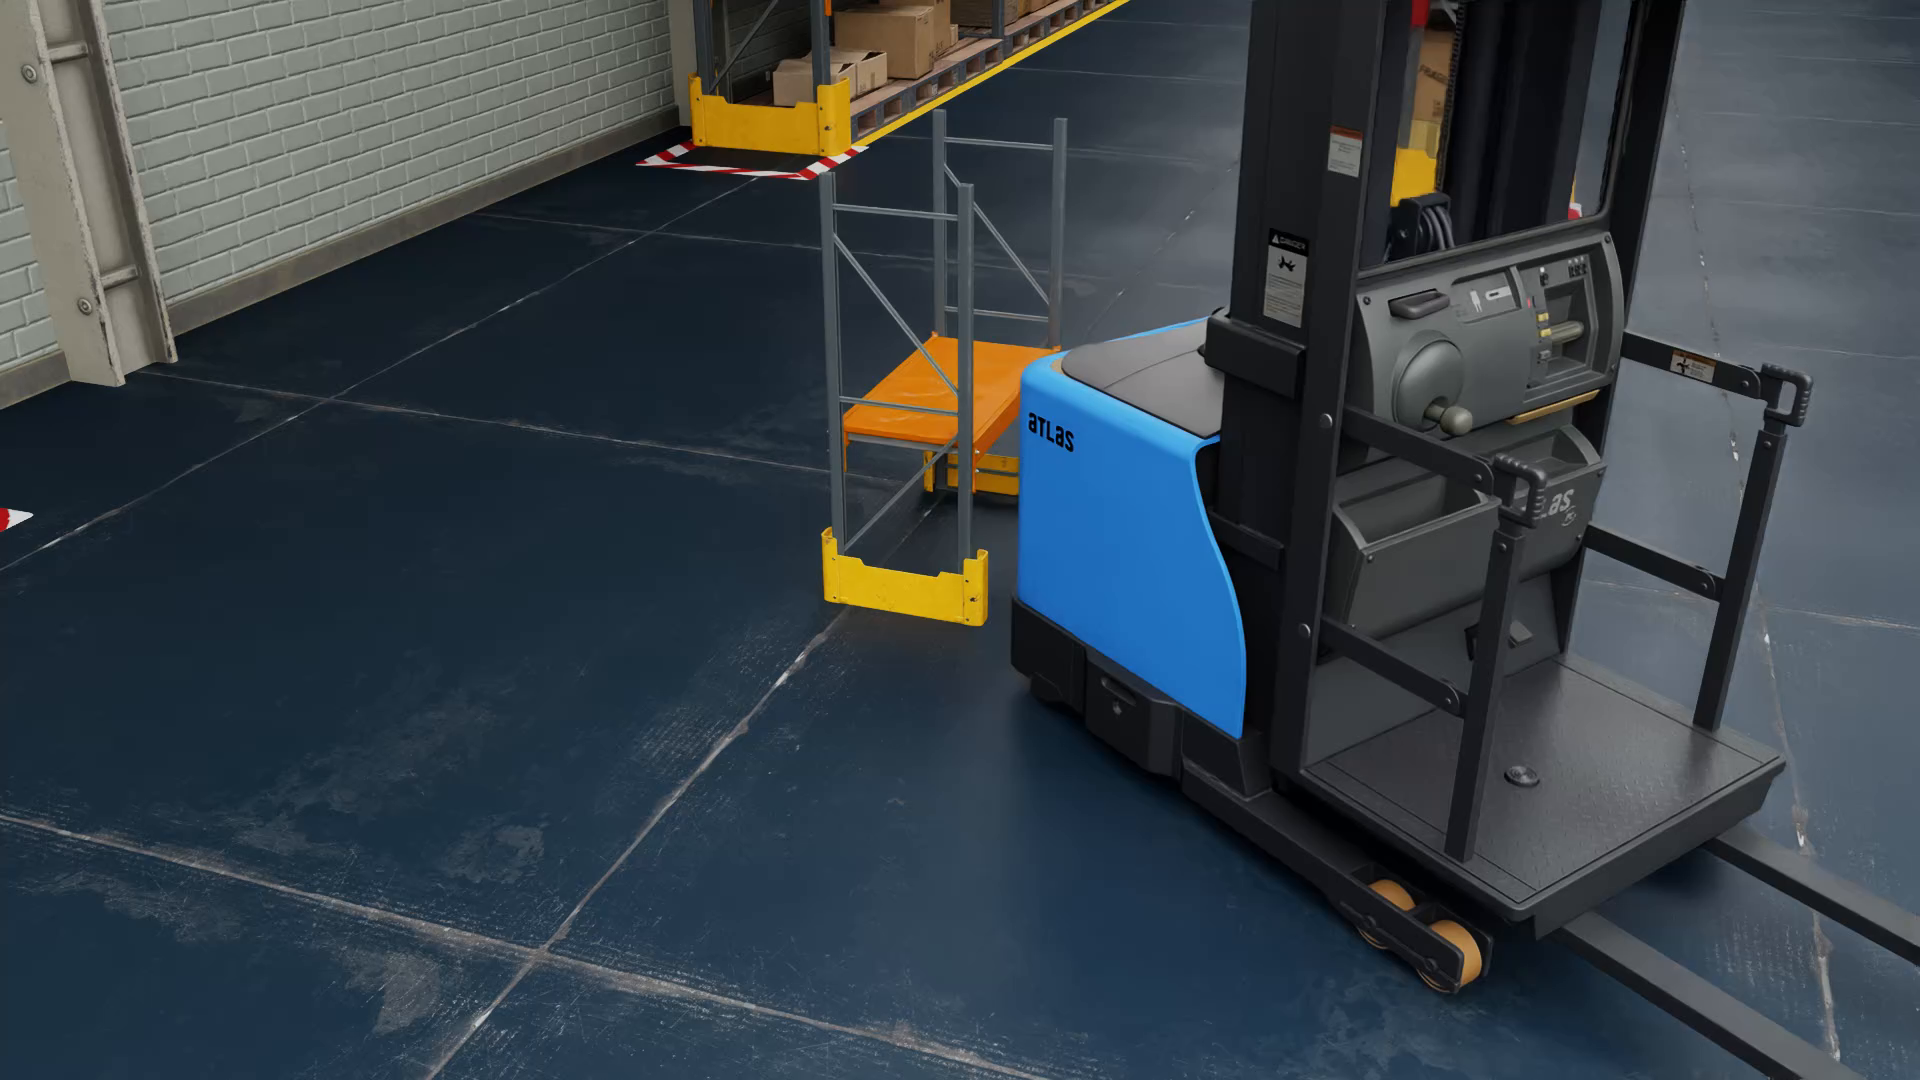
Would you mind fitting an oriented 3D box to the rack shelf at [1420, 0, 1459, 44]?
[{"bbox_3d":[3.927,-3.998,11.891,1.077,0.370,4.000,9,27,17],"label":"rack shelf"}]

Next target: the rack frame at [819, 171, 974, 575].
[{"bbox_3d":[-0.198,-0.431,5.419,0.500,1.500,0.032,9,27,17],"label":"rack frame"}]

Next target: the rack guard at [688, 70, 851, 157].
[{"bbox_3d":[-1.386,-3.123,12.126,1.175,0.500,0.348,9,27,17],"label":"rack guard"}]

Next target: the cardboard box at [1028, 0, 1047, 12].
[{"bbox_3d":[0.481,-5.662,16.865,0.700,0.500,0.500,9,27,18],"label":"cardboard box"}]

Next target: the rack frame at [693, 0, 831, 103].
[{"bbox_3d":[-1.411,-4.217,11.517,1.000,3.000,0.127,9,27,17],"label":"rack frame"}]

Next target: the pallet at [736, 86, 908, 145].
[{"bbox_3d":[-1.082,-3.322,12.868,1.003,0.211,1.213,9,27,17],"label":"pallet"}]

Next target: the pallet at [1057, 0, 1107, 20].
[{"bbox_3d":[0.989,-5.928,18.252,1.003,0.211,1.213,9,27,17],"label":"pallet"}]

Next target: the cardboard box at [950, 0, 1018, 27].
[{"bbox_3d":[0.149,-5.238,15.990,0.700,0.500,0.500,10,27,19],"label":"cardboard box"}]

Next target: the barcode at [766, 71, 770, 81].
[{"bbox_3d":[-1.467,-3.545,12.700,0.001,0.075,0.075,9,27,17],"label":"barcode"}]

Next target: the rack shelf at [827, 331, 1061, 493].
[{"bbox_3d":[-0.028,-0.478,5.929,0.538,0.185,1.000,9,27,17],"label":"rack shelf"}]

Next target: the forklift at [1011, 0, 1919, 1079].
[{"bbox_3d":[1.418,-0.472,3.862,1.130,2.935,3.031,-17,31,-31],"label":"forklift"}]

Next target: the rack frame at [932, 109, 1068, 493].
[{"bbox_3d":[0.141,-0.849,6.282,0.500,1.500,0.032,9,27,17],"label":"rack frame"}]

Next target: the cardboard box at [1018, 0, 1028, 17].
[{"bbox_3d":[0.274,-5.458,16.444,0.700,0.500,0.500,8,27,16],"label":"cardboard box"}]

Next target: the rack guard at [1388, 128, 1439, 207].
[{"bbox_3d":[3.253,-2.365,10.561,1.175,0.500,0.348,9,27,17],"label":"rack guard"}]

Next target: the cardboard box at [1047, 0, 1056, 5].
[{"bbox_3d":[0.641,-5.871,17.296,0.700,0.500,0.500,9,27,17],"label":"cardboard box"}]

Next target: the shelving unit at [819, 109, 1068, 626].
[{"bbox_3d":[-0.025,-0.644,5.858,0.587,1.500,1.083,9,27,17],"label":"shelving unit"}]

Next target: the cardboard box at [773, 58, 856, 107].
[{"bbox_3d":[-1.096,-3.476,12.567,0.500,0.311,0.500,6,26,12],"label":"cardboard box"}]

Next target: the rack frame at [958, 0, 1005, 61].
[{"bbox_3d":[-0.080,-5.860,14.912,1.000,3.000,0.127,9,27,17],"label":"rack frame"}]

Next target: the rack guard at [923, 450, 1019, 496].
[{"bbox_3d":[0.140,-0.286,6.554,0.587,0.250,0.087,9,27,17],"label":"rack guard"}]

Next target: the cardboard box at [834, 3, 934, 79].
[{"bbox_3d":[-0.615,-4.089,13.618,0.700,0.500,0.500,7,27,14],"label":"cardboard box"}]

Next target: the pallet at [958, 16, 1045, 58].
[{"bbox_3d":[0.177,-4.926,16.181,1.003,0.211,1.213,9,27,17],"label":"pallet"}]

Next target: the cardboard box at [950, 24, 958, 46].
[{"bbox_3d":[-0.230,-4.559,14.970,0.380,0.166,0.250,5,26,11],"label":"cardboard box"}]

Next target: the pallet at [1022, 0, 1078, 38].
[{"bbox_3d":[0.582,-5.429,17.220,1.003,0.211,1.213,9,27,17],"label":"pallet"}]

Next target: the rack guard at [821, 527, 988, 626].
[{"bbox_3d":[-0.191,0.123,5.708,0.587,0.250,0.087,9,27,17],"label":"rack guard"}]

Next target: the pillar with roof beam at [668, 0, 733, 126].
[{"bbox_3d":[2.065,-6.706,9.773,9.100,9.000,0.400,9,27,17],"label":"pillar with roof beam"}]

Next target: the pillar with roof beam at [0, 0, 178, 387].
[{"bbox_3d":[0.069,-4.240,4.681,9.100,9.000,0.400,9,27,17],"label":"pillar with roof beam"}]

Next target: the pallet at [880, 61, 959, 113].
[{"bbox_3d":[-0.675,-3.821,13.900,1.003,0.211,1.213,9,27,17],"label":"pallet"}]

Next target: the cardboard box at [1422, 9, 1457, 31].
[{"bbox_3d":[3.478,-3.465,11.778,0.500,0.500,0.500,9,27,17],"label":"cardboard box"}]

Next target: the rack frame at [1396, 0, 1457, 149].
[{"bbox_3d":[3.261,-3.500,10.036,1.000,3.000,0.127,9,27,17],"label":"rack frame"}]

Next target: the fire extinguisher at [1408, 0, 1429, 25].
[{"bbox_3d":[2.784,-3.484,10.092,0.296,0.674,0.183,9,27,17],"label":"fire extinguisher"}]

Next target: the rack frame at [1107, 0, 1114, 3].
[{"bbox_3d":[1.251,-7.504,18.307,1.000,3.000,0.127,9,27,17],"label":"rack frame"}]

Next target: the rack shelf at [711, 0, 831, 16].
[{"bbox_3d":[-0.746,-4.715,13.371,1.077,0.370,4.000,9,27,17],"label":"rack shelf"}]

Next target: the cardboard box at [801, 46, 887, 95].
[{"bbox_3d":[-0.907,-3.710,13.051,0.500,0.311,0.500,11,28,22],"label":"cardboard box"}]

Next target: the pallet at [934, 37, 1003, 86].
[{"bbox_3d":[-0.270,-4.324,14.939,1.003,0.211,1.213,9,27,17],"label":"pallet"}]

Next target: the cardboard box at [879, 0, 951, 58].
[{"bbox_3d":[-0.388,-4.501,14.468,0.500,0.500,0.500,7,27,14],"label":"cardboard box"}]

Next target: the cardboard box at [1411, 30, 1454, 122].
[{"bbox_3d":[3.159,-3.052,10.925,0.500,0.500,0.500,9,27,17],"label":"cardboard box"}]

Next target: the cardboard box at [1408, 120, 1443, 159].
[{"bbox_3d":[3.161,-2.715,11.088,0.500,0.250,0.500,9,27,17],"label":"cardboard box"}]
